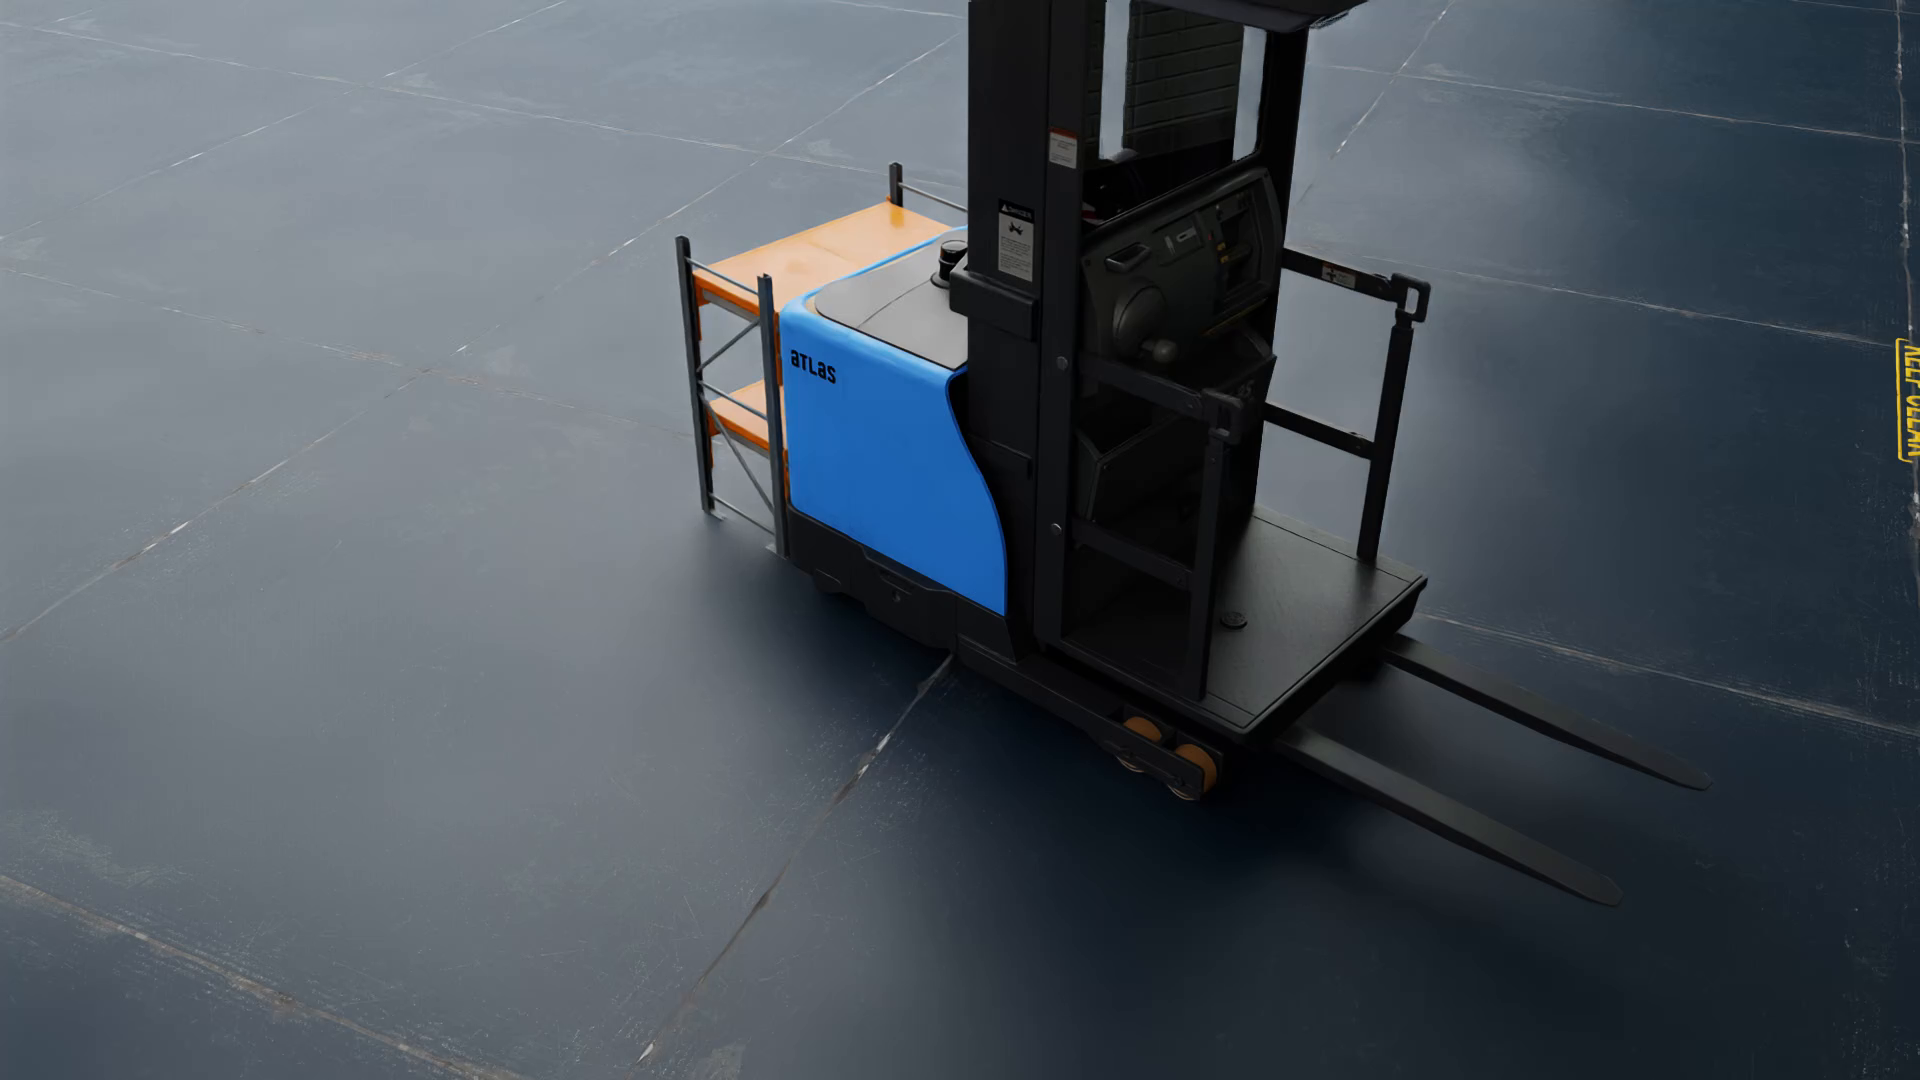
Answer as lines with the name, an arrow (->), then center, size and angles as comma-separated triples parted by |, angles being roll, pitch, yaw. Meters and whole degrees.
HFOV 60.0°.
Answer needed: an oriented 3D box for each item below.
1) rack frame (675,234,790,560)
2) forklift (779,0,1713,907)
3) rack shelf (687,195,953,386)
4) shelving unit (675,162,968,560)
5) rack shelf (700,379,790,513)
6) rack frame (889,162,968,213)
rack frame -> -0.812, -0.499, 5.985 | 0.032, 1.125, 0.500 | -28, 43, -36
forklift -> 0.819, -0.764, 4.743 | 3.031, 2.935, 1.130 | 26, 41, 34
rack shelf -> -0.450, -0.939, 6.123 | 1.000, 0.278, 0.538 | -28, 43, -36
shelving unit -> -0.450, -0.695, 6.283 | 1.048, 1.125, 0.538 | -28, 43, -36
rack shelf -> -0.450, -0.490, 6.417 | 1.000, 0.278, 0.538 | -28, 43, -36
rack frame -> -0.088, -0.890, 6.582 | 0.032, 1.125, 0.500 | -28, 43, -36
